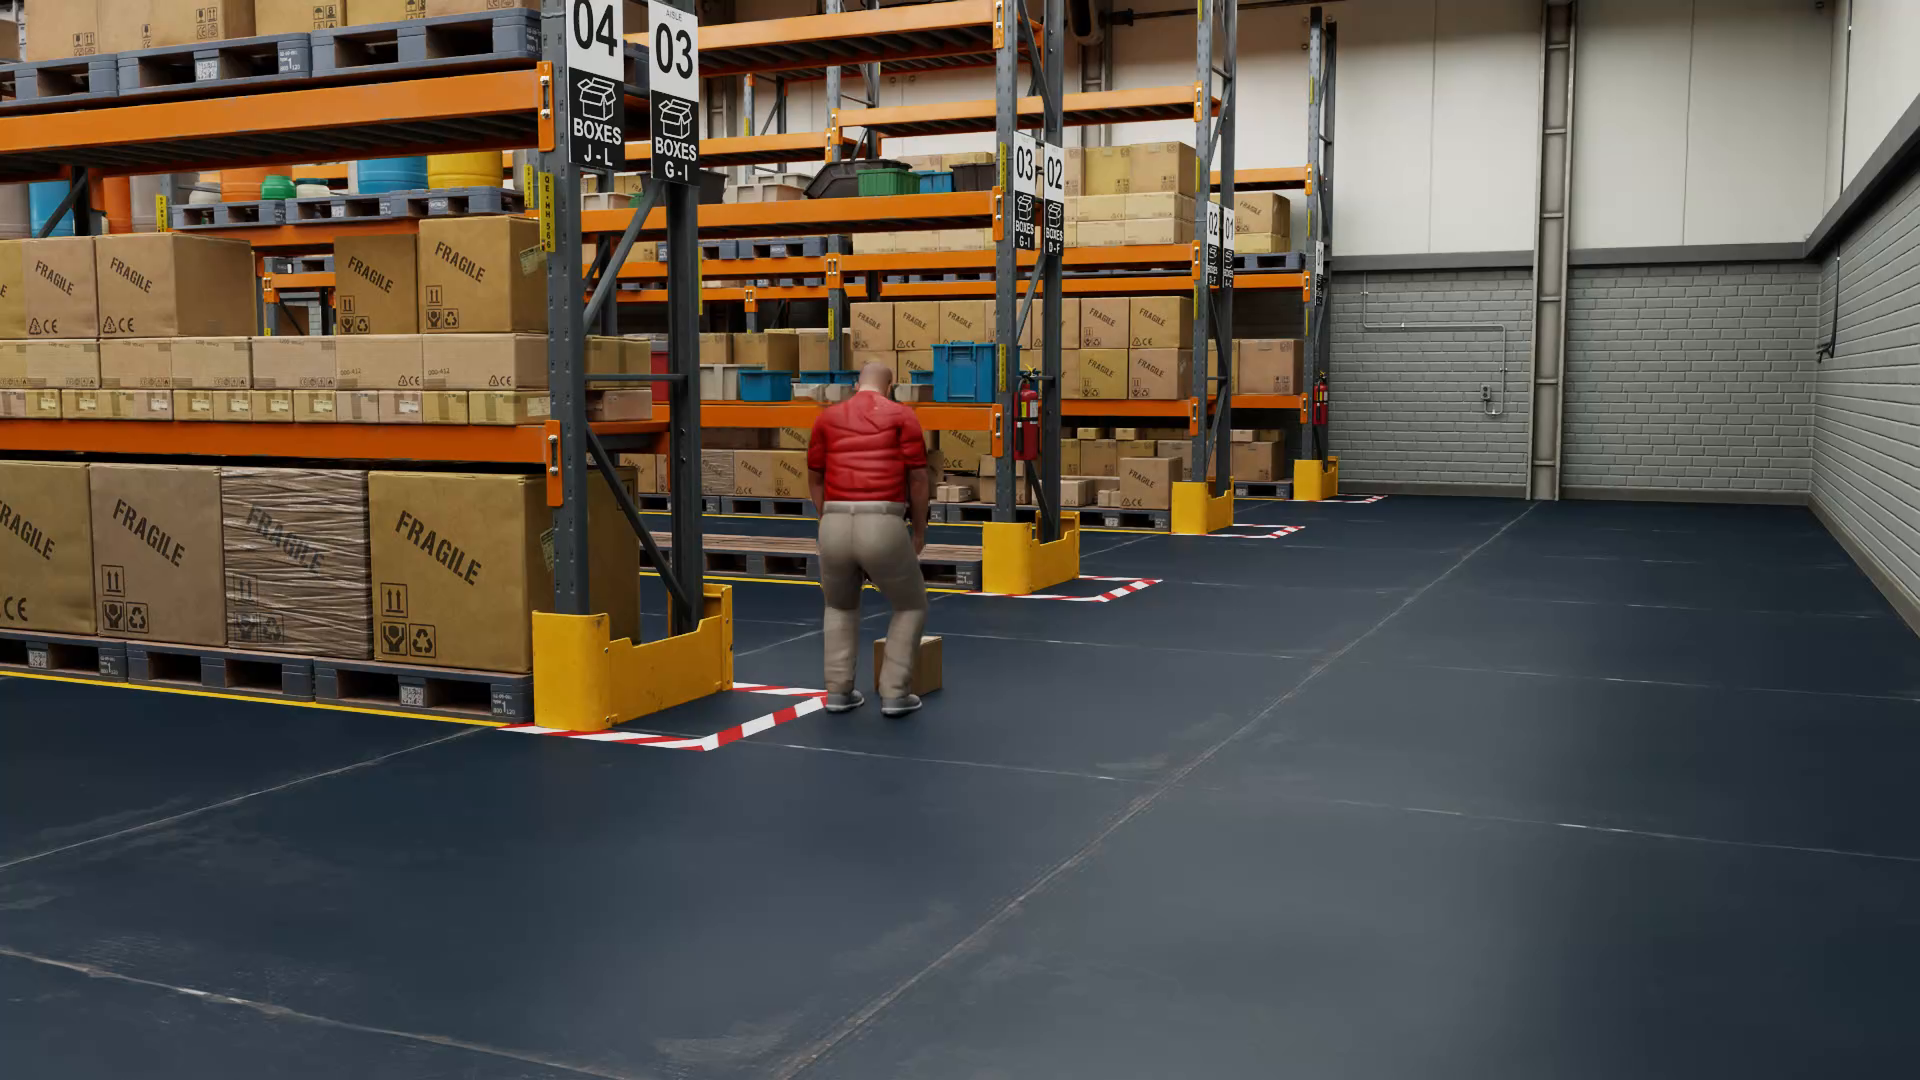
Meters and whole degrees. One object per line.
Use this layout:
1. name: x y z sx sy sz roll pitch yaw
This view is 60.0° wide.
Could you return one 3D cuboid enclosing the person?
1. person: -0.431 -0.010 7.529 0.578 1.588 0.550 2 6 18
